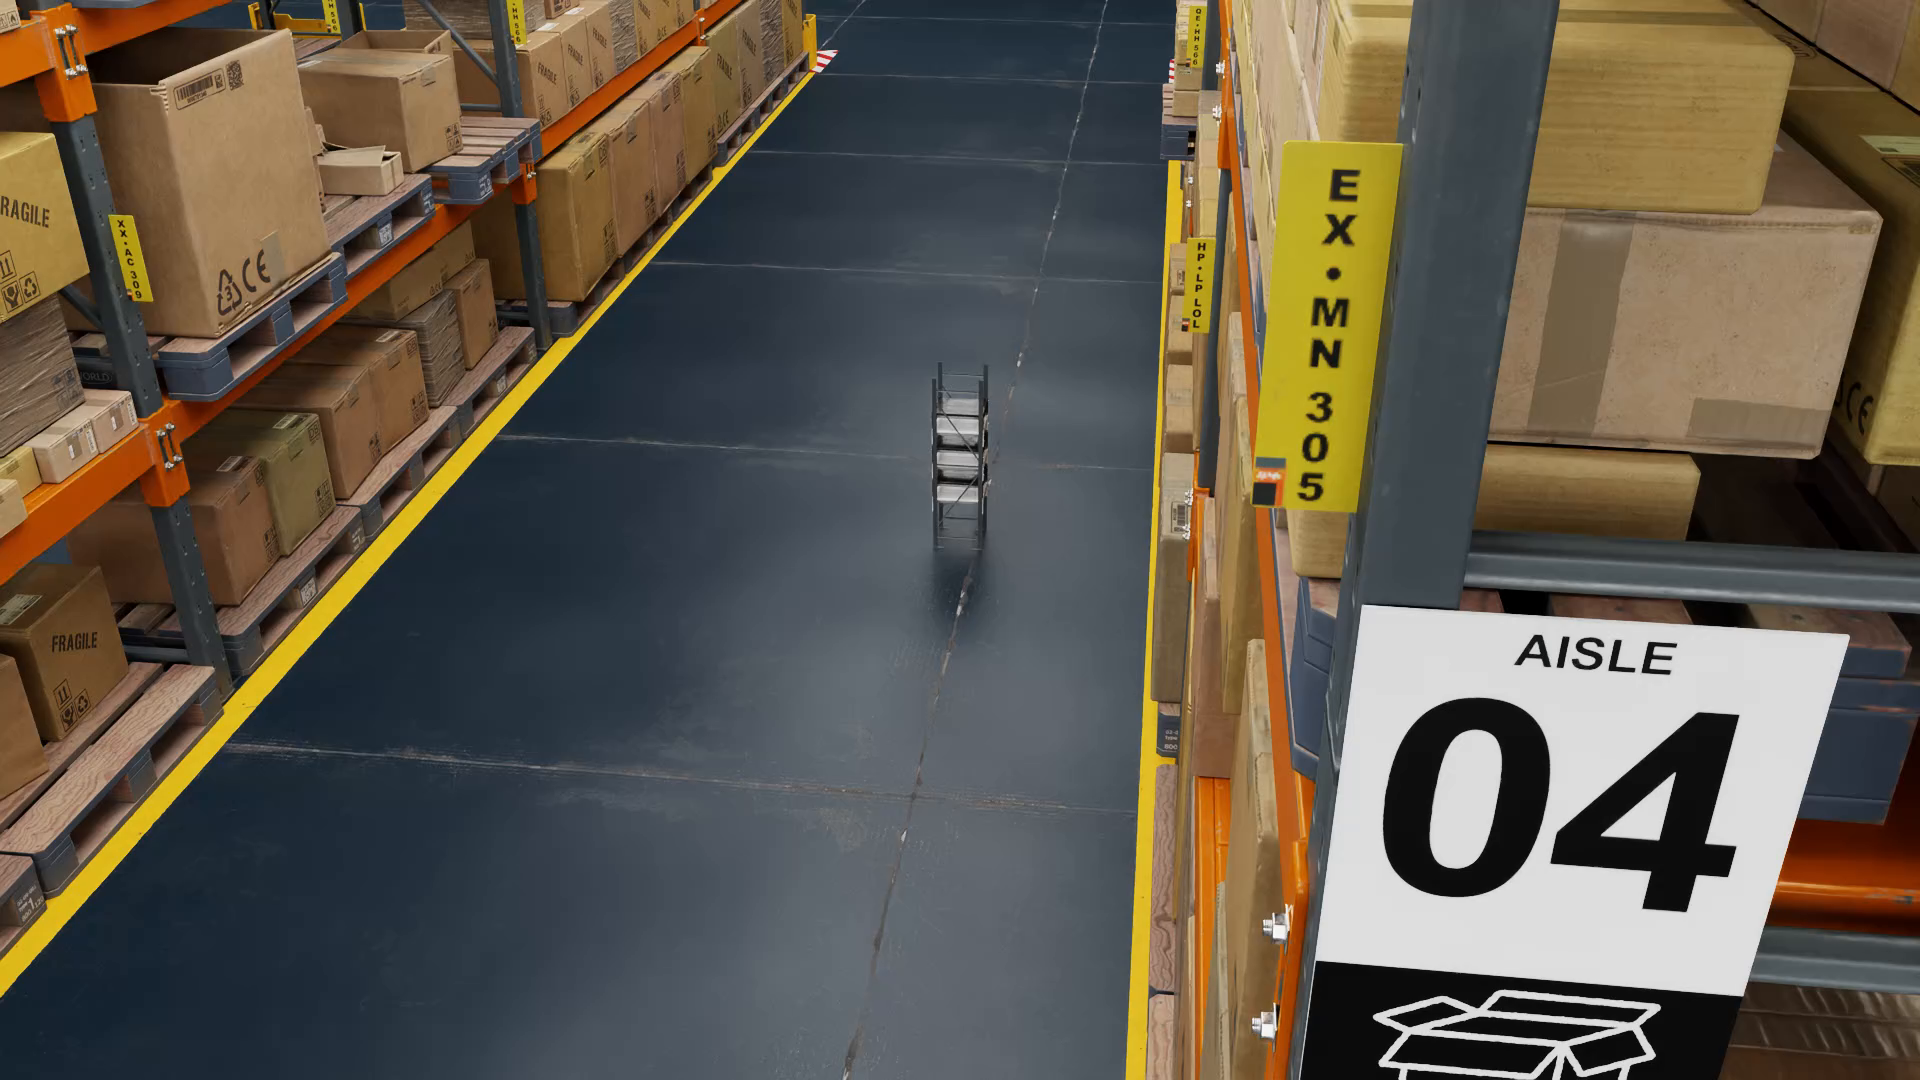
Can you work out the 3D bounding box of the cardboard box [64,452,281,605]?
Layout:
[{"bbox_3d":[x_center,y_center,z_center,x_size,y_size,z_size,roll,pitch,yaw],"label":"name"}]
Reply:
[{"bbox_3d":[-3.480,-0.057,7.365,0.700,0.500,0.500,1,28,2],"label":"cardboard box"}]

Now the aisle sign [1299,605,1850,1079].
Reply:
[{"bbox_3d":[0.537,0.414,1.578,0.394,0.787,0.004,3,28,6],"label":"aisle sign"}]

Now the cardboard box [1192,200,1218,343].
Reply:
[{"bbox_3d":[1.256,-1.121,7.063,0.500,0.500,0.500,4,29,7],"label":"cardboard box"}]

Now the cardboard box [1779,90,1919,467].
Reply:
[{"bbox_3d":[1.157,-0.284,1.748,0.500,0.250,0.500,3,28,6],"label":"cardboard box"}]

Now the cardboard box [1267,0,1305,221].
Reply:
[{"bbox_3d":[0.688,-0.554,2.249,0.500,0.250,0.500,3,29,6],"label":"cardboard box"}]

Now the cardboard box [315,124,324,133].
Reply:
[{"bbox_3d":[-3.520,-1.902,8.334,0.500,0.250,0.500,3,28,5],"label":"cardboard box"}]

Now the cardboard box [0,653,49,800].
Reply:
[{"bbox_3d":[-3.728,0.696,5.989,0.500,0.500,0.500,13,31,22],"label":"cardboard box"}]

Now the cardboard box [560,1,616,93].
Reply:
[{"bbox_3d":[-2.637,-3.300,11.108,0.500,0.500,0.500,3,28,5],"label":"cardboard box"}]

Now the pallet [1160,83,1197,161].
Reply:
[{"bbox_3d":[1.805,-2.480,9.893,1.213,0.211,1.003,3,28,6],"label":"pallet"}]

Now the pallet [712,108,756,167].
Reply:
[{"bbox_3d":[-2.426,-3.567,14.649,1.003,0.211,1.213,3,28,6],"label":"pallet"}]

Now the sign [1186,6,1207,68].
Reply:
[{"bbox_3d":[1.284,-2.725,9.008,0.100,0.325,0.005,3,28,6],"label":"sign"}]

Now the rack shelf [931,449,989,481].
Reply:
[{"bbox_3d":[0.001,-0.371,8.059,0.258,0.077,0.200,3,28,6],"label":"rack shelf"}]

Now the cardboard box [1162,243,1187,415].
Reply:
[{"bbox_3d":[1.660,-1.136,9.125,1.050,0.750,0.750,3,28,6],"label":"cardboard box"}]

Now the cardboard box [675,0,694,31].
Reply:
[{"bbox_3d":[-2.383,-4.250,12.870,0.500,0.500,0.500,3,29,6],"label":"cardboard box"}]

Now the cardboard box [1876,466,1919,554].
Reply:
[{"bbox_3d":[1.204,-0.039,1.714,0.380,0.149,0.250,4,29,7],"label":"cardboard box"}]

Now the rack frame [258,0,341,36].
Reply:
[{"bbox_3d":[-7.022,-6.612,17.361,1.000,3.000,0.127,3,28,6],"label":"rack frame"}]

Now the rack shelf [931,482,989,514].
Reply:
[{"bbox_3d":[0.001,-0.212,8.145,0.258,0.077,0.200,3,28,6],"label":"rack shelf"}]

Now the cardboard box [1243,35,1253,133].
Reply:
[{"bbox_3d":[0.765,-0.911,3.333,0.380,0.149,0.250,4,29,7],"label":"cardboard box"}]

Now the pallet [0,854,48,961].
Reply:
[{"bbox_3d":[-3.771,1.446,5.344,1.003,0.211,1.213,3,28,6],"label":"pallet"}]

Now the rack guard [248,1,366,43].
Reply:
[{"bbox_3d":[-7.032,-5.524,17.977,1.175,0.500,0.348,3,28,6],"label":"rack guard"}]

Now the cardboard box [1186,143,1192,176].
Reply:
[{"bbox_3d":[1.831,-2.697,11.496,0.500,0.250,0.500,4,29,8],"label":"cardboard box"}]

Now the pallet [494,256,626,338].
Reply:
[{"bbox_3d":[-2.915,-1.698,11.179,1.003,0.211,1.213,3,28,6],"label":"pallet"}]

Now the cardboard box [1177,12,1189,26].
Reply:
[{"bbox_3d":[1.494,-3.058,9.958,0.380,0.149,0.250,4,29,8],"label":"cardboard box"}]

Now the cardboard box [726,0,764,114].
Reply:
[{"bbox_3d":[-2.326,-4.421,15.091,0.875,0.875,0.875,3,28,6],"label":"cardboard box"}]

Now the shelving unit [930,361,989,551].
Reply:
[{"bbox_3d":[0.001,-0.400,8.044,0.258,0.900,0.210,3,28,6],"label":"shelving unit"}]

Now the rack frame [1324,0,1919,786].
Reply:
[{"bbox_3d":[0.843,-1.098,0.801,1.000,3.000,0.127,3,28,6],"label":"rack frame"}]

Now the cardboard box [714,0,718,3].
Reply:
[{"bbox_3d":[-2.198,-4.575,13.844,0.380,0.149,0.250,2,28,5],"label":"cardboard box"}]

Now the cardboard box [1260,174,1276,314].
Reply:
[{"bbox_3d":[0.642,-0.431,2.441,0.380,0.149,0.250,4,29,7],"label":"cardboard box"}]

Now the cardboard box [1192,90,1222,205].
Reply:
[{"bbox_3d":[1.501,-2.071,8.827,0.500,0.500,0.500,4,29,7],"label":"cardboard box"}]

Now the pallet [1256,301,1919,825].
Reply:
[{"bbox_3d":[0.924,-0.089,2.183,1.003,0.211,1.213,3,28,6],"label":"pallet"}]

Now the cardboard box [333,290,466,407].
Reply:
[{"bbox_3d":[-3.204,-1.074,9.252,0.700,0.500,0.500,1,28,2],"label":"cardboard box"}]

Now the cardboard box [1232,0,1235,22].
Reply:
[{"bbox_3d":[0.890,-1.388,4.218,0.380,0.149,0.250,3,28,6],"label":"cardboard box"}]

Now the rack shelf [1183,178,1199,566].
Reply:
[{"bbox_3d":[1.579,-0.965,7.637,1.077,0.370,4.000,3,28,6],"label":"rack shelf"}]

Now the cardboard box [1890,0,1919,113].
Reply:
[{"bbox_3d":[1.232,-0.504,1.736,0.380,0.149,0.250,4,29,6],"label":"cardboard box"}]

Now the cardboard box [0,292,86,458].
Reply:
[{"bbox_3d":[-3.693,-0.643,5.861,0.875,0.500,0.500,3,28,6],"label":"cardboard box"}]

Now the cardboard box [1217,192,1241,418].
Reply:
[{"bbox_3d":[1.254,-0.710,5.108,0.875,0.550,0.550,3,28,6],"label":"cardboard box"}]

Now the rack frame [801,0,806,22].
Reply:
[{"bbox_3d":[-2.106,-6.325,16.827,1.000,3.000,0.127,3,28,6],"label":"rack frame"}]

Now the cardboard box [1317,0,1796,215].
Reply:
[{"bbox_3d":[0.548,-0.426,1.591,0.380,0.149,0.250,4,29,7],"label":"cardboard box"}]

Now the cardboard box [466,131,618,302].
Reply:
[{"bbox_3d":[-2.981,-2.132,10.842,1.225,0.875,0.875,2,28,4],"label":"cardboard box"}]

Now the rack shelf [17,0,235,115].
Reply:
[{"bbox_3d":[-3.332,-2.621,7.549,1.077,0.370,4.000,3,28,6],"label":"rack shelf"}]

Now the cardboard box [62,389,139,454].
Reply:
[{"bbox_3d":[-3.311,-0.447,6.182,0.380,0.149,0.250,3,28,6],"label":"cardboard box"}]

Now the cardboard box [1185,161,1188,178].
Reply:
[{"bbox_3d":[1.897,-2.609,12.123,0.500,0.500,0.500,5,29,8],"label":"cardboard box"}]

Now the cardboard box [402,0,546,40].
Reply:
[{"bbox_3d":[-2.981,-3.388,10.213,0.797,0.503,0.637,4,29,8],"label":"cardboard box"}]

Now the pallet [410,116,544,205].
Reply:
[{"bbox_3d":[-3.068,-2.133,9.248,1.213,0.211,1.003,3,28,6],"label":"pallet"}]

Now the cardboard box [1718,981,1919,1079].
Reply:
[{"bbox_3d":[0.927,0.829,2.252,0.875,0.550,0.550,3,28,6],"label":"cardboard box"}]
